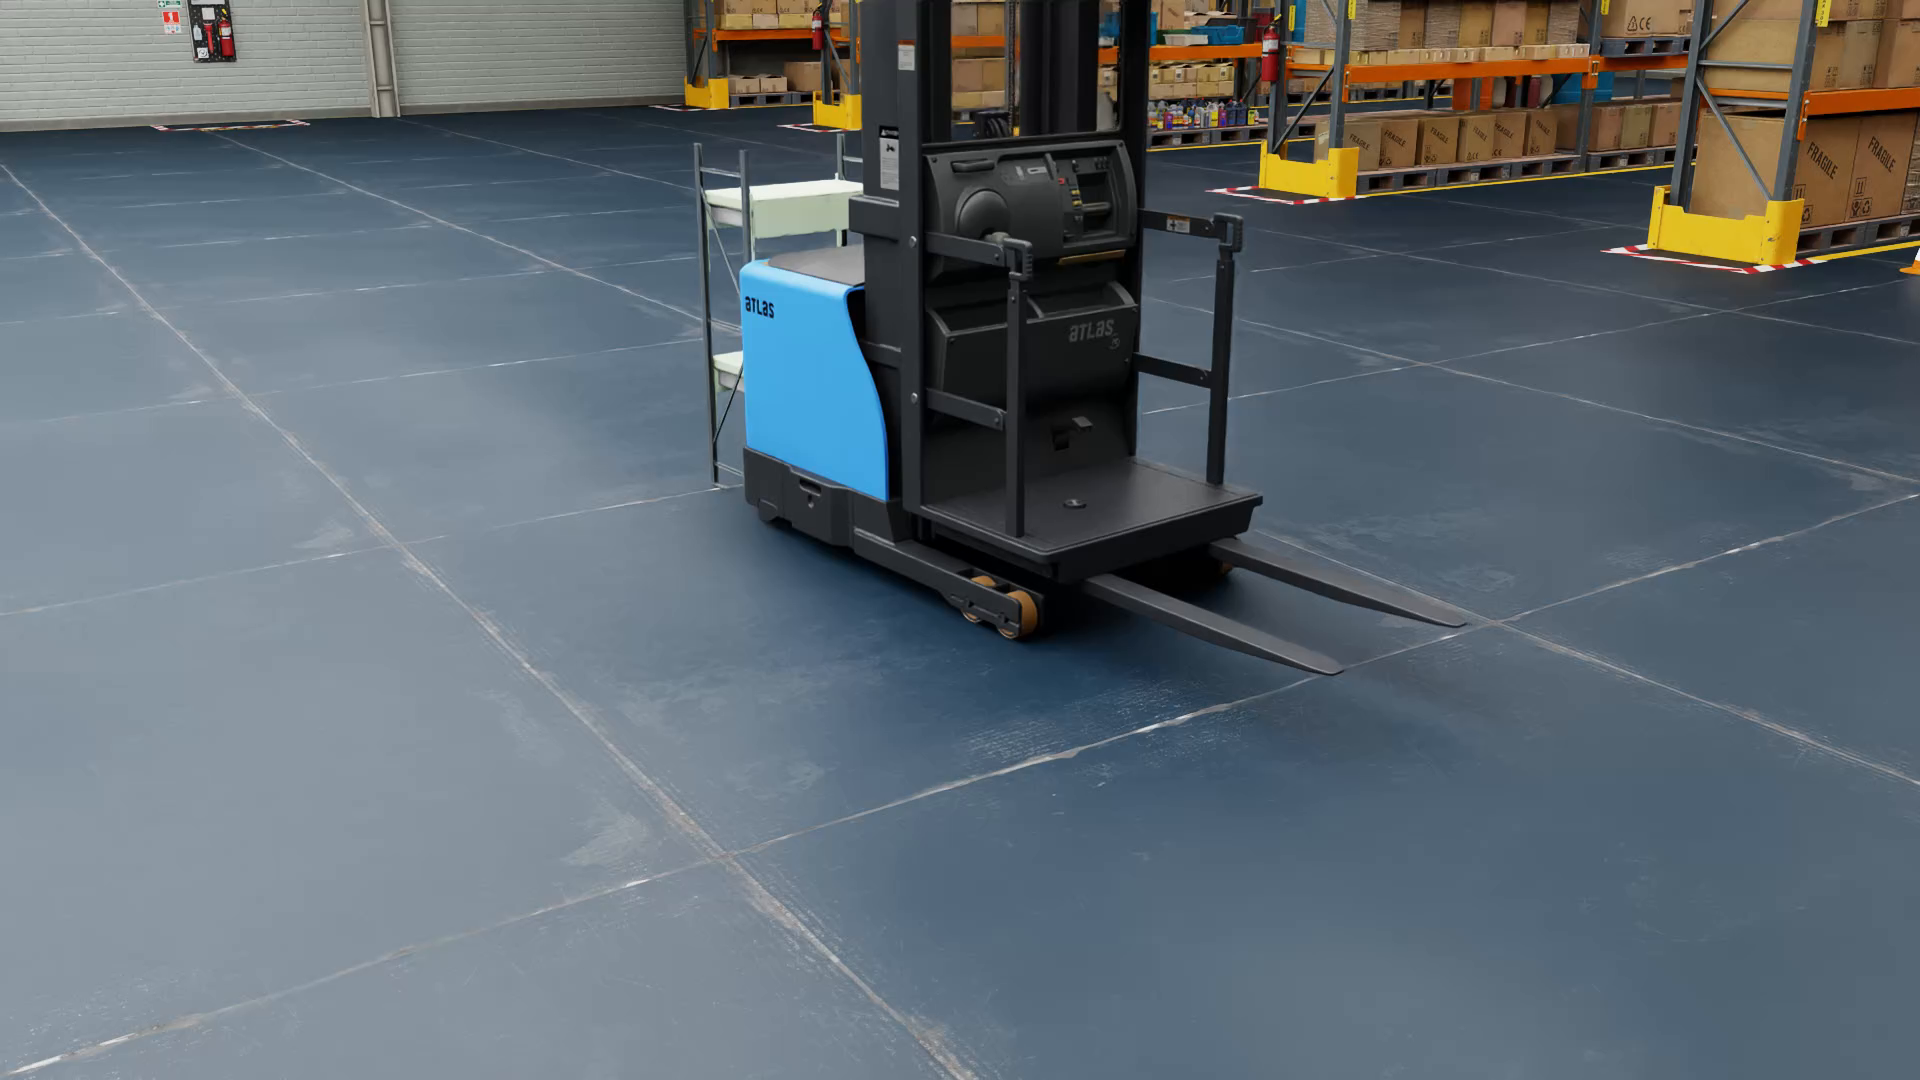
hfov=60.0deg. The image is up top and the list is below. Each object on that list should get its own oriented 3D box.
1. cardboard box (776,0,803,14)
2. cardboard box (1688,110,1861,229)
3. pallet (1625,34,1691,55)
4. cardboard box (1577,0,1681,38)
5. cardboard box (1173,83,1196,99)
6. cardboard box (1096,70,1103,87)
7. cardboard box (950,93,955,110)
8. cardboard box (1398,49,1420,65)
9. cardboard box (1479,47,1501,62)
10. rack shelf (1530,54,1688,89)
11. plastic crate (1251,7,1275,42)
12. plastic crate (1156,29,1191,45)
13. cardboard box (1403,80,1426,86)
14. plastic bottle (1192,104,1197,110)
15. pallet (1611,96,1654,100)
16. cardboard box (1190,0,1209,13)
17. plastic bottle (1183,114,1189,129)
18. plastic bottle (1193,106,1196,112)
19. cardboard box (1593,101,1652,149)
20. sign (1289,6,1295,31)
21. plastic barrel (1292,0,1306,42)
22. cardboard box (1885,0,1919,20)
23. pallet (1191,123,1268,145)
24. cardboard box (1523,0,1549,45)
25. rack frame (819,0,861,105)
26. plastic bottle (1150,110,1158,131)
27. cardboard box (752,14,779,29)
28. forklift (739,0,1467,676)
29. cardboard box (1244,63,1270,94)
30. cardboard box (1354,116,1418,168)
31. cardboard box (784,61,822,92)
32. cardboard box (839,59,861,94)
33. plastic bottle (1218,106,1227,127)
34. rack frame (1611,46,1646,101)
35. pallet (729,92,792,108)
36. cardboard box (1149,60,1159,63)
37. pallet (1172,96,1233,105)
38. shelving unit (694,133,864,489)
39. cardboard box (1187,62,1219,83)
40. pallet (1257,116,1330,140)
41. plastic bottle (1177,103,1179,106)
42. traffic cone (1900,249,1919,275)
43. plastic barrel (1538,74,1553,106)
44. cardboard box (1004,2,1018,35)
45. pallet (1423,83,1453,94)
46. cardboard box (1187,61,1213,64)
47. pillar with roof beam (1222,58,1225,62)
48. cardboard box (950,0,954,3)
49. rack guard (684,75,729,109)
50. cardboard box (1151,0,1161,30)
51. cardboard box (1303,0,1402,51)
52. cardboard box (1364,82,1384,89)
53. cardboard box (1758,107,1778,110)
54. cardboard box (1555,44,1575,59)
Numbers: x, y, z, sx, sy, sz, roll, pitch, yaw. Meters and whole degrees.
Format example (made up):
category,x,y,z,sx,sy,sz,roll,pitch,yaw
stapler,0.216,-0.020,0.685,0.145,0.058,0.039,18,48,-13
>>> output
category,x,y,z,sx,sy,sz,roll,pitch,yaw
cardboard box,-3.128,-9.568,29.394,0.500,0.500,0.500,-13,22,-33
cardboard box,6.801,-3.107,13.914,0.875,0.875,0.875,-12,22,-31
pallet,8.678,-6.081,20.347,1.213,0.211,1.003,-12,22,-31
cardboard box,7.709,-6.412,19.436,1.000,1.000,1.000,-12,22,-31
cardboard box,3.708,-7.740,28.595,0.500,0.250,0.500,-11,22,-30
cardboard box,2.005,-7.645,27.437,0.500,0.311,0.500,-12,22,-31
cardboard box,-0.414,-6.881,26.052,0.500,0.250,0.500,-12,22,-31
cardboard box,4.631,-5.118,17.592,0.250,0.149,0.380,-12,22,-31
cardboard box,5.690,-5.331,18.222,0.250,0.149,0.380,-12,22,-31
rack shelf,8.639,-5.838,20.453,4.000,0.370,1.077,-12,22,-31
plastic crate,4.480,-7.349,23.699,0.583,0.464,0.402,-12,22,-31
plastic crate,2.955,-6.887,22.765,0.662,0.188,0.450,-12,22,-31
cardboard box,8.674,-8.837,31.711,0.500,0.311,0.500,-12,22,-31
plastic bottle,3.287,-5.978,23.318,0.097,0.271,0.097,0,19,0
pallet,11.518,-7.379,28.243,1.213,0.211,1.003,-12,22,-31
cardboard box,4.809,-11.167,34.441,0.500,0.500,0.500,-12,22,-31
plastic bottle,3.042,-5.661,22.489,0.097,0.201,0.097,0,19,0
plastic bottle,3.238,-5.793,22.750,0.133,0.283,0.061,-12,22,-31
cardboard box,7.902,-5.032,20.162,0.500,0.500,0.700,-12,22,-32
sign,4.538,-7.133,22.729,0.005,0.325,0.100,-12,22,-31
plastic barrel,4.734,-7.376,23.096,0.708,0.901,0.600,-12,22,-31
cardboard box,7.553,-4.599,13.745,0.550,0.550,0.875,-12,22,-31
pallet,3.660,-5.723,23.344,1.213,0.211,1.003,-12,22,-31
cardboard box,6.122,-5.874,18.814,0.500,0.500,0.875,-12,22,-31
rack frame,-1.818,-7.772,25.052,0.127,3.000,1.000,-12,22,-31
plastic bottle,2.589,-5.599,22.195,0.097,0.271,0.097,0,19,0
cardboard box,-3.537,-9.132,29.275,0.500,0.250,0.500,-13,22,-33
forklift,0.405,-1.227,5.797,1.130,2.935,3.031,-14,23,-36
cardboard box,5.401,-8.210,29.561,0.500,0.500,0.500,-11,22,-29
cardboard box,4.639,-4.357,18.196,0.500,0.500,0.500,-6,20,-17
cardboard box,-2.801,-8.435,30.228,0.500,0.500,0.700,-14,23,-35
cardboard box,-1.533,-7.198,25.819,0.500,0.500,0.500,-12,22,-31
plastic bottle,3.591,-5.809,22.798,0.133,0.283,0.061,-10,21,-28
rack frame,10.926,-8.561,27.383,0.127,3.000,1.000,-12,22,-31
pallet,-3.784,-7.923,29.850,1.213,0.211,1.003,-12,22,-31
cardboard box,3.558,-9.934,34.145,0.750,0.750,0.750,-12,22,-32
pallet,4.155,-7.726,29.268,1.213,0.211,1.003,-12,22,-31
shelving unit,-0.704,-0.987,7.322,0.755,1.500,0.431,-14,23,-36
cardboard box,4.131,-8.092,28.759,0.500,0.311,0.500,-12,22,-32
pallet,4.879,-5.979,24.101,1.213,0.211,1.003,-12,22,-31
plastic bottle,3.023,-5.991,23.336,0.133,0.283,0.061,-11,21,-29
traffic cone,7.496,-2.290,12.794,0.334,0.463,0.336,-12,22,-31
plastic barrel,9.350,-7.289,26.852,0.421,0.512,0.421,0,19,0
cardboard box,0.719,-8.350,26.604,0.500,0.500,0.700,-12,22,-32
pallet,9.799,-8.902,32.747,1.213,0.211,1.003,-12,22,-31
cardboard box,4.265,-8.330,29.462,0.500,0.311,0.500,-11,22,-30
pillar with roof beam,7.954,-13.256,31.903,0.400,9.000,9.100,-12,22,-31
cardboard box,-0.297,-8.366,25.638,0.250,0.149,0.380,-12,22,-32
rack guard,-4.482,-7.926,29.409,0.348,0.500,1.175,-12,22,-31
cardboard box,3.032,-8.836,28.042,0.500,0.500,0.500,-12,22,-31
cardboard box,4.102,-5.400,17.413,0.500,0.500,0.875,-12,22,-31
cardboard box,7.533,-8.662,30.899,0.500,0.500,0.500,-12,22,-31
cardboard box,10.897,-5.840,21.996,0.875,0.875,1.225,-13,23,-34
cardboard box,6.736,-5.550,18.869,0.250,0.149,0.380,-12,22,-31
